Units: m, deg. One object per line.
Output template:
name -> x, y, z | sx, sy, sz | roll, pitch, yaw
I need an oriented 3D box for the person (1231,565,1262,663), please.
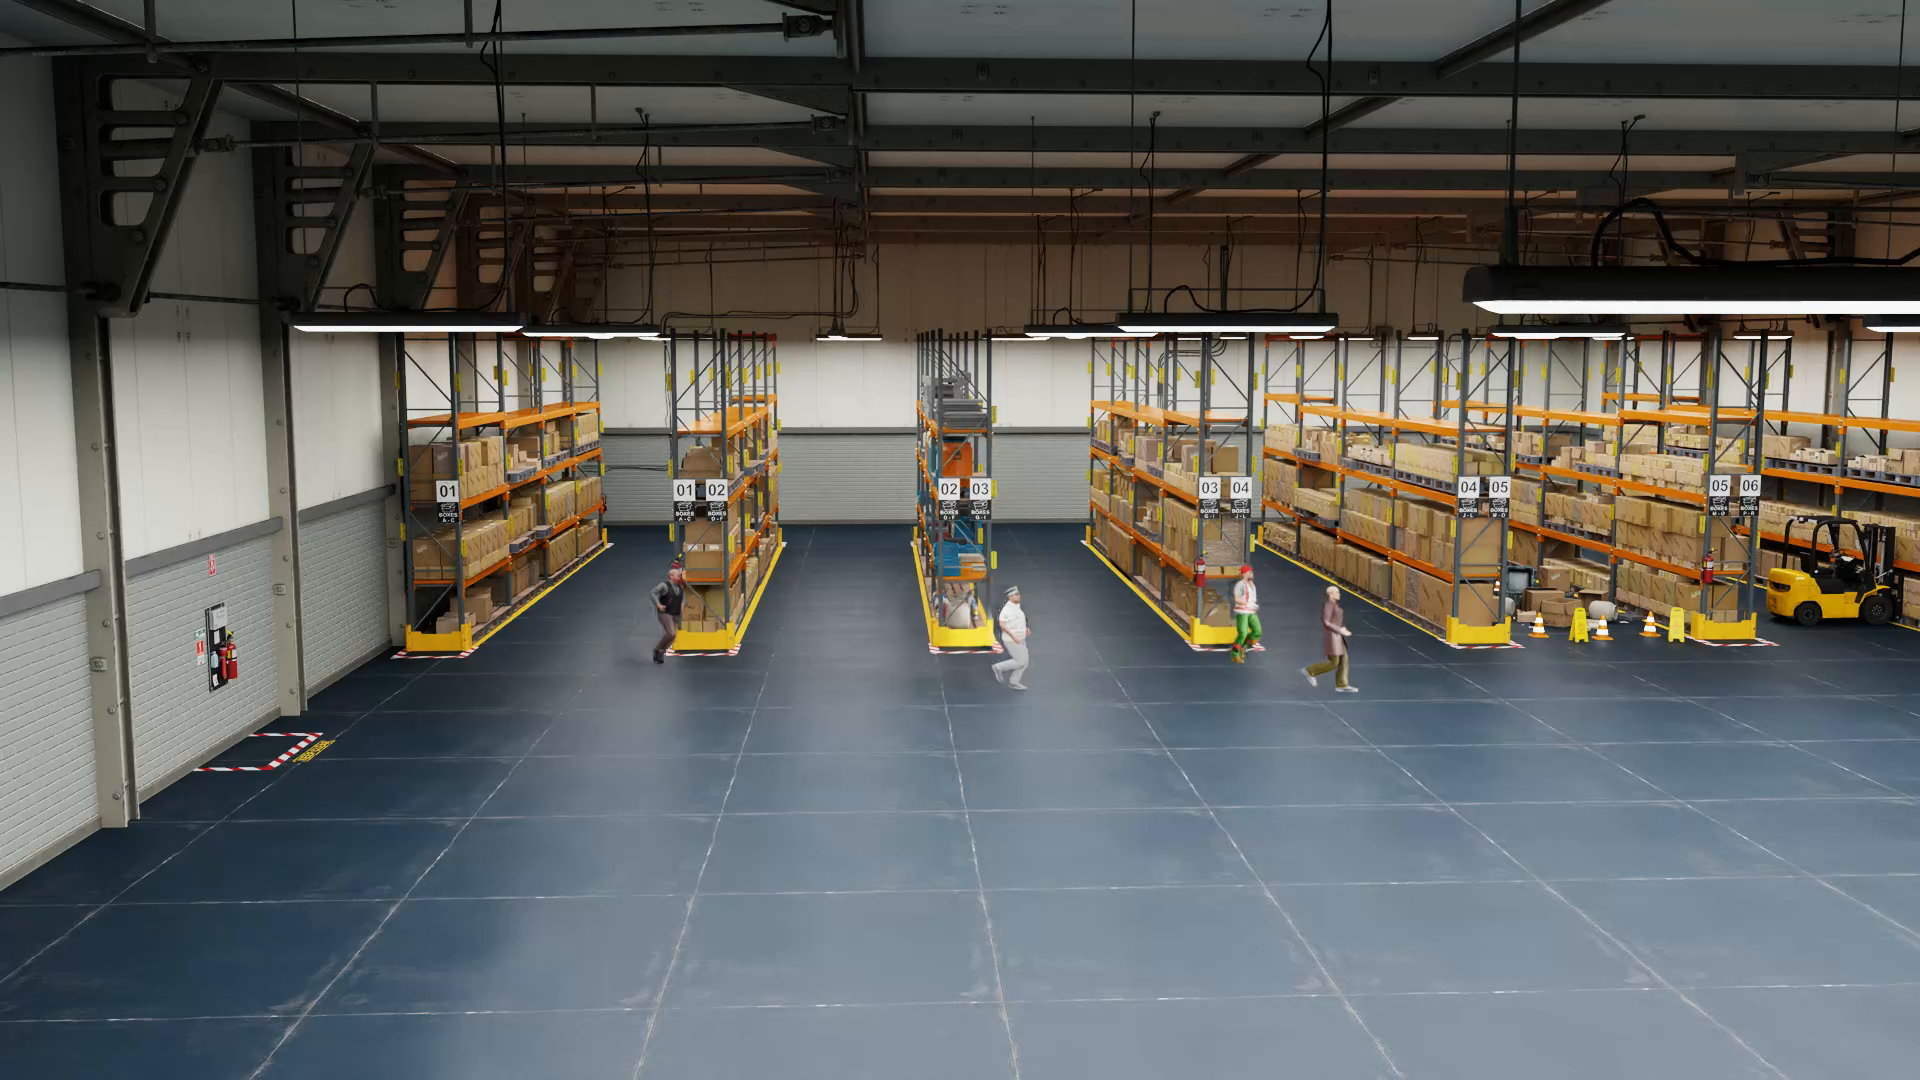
person -> 5.195, 1.328, 29.964 | 0.684, 1.762, 0.620 | -6, 9, -43

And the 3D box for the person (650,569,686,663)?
person -> -5.218, 1.369, 29.998 | 0.576, 1.687, 0.687 | 5, 8, 35

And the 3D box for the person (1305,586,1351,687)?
person -> 6.069, 1.589, 27.322 | 0.733, 1.679, 0.720 | 2, 7, 20

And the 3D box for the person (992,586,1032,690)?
person -> 0.863, 1.622, 27.606 | 0.602, 1.737, 0.664 | 2, 7, 18
